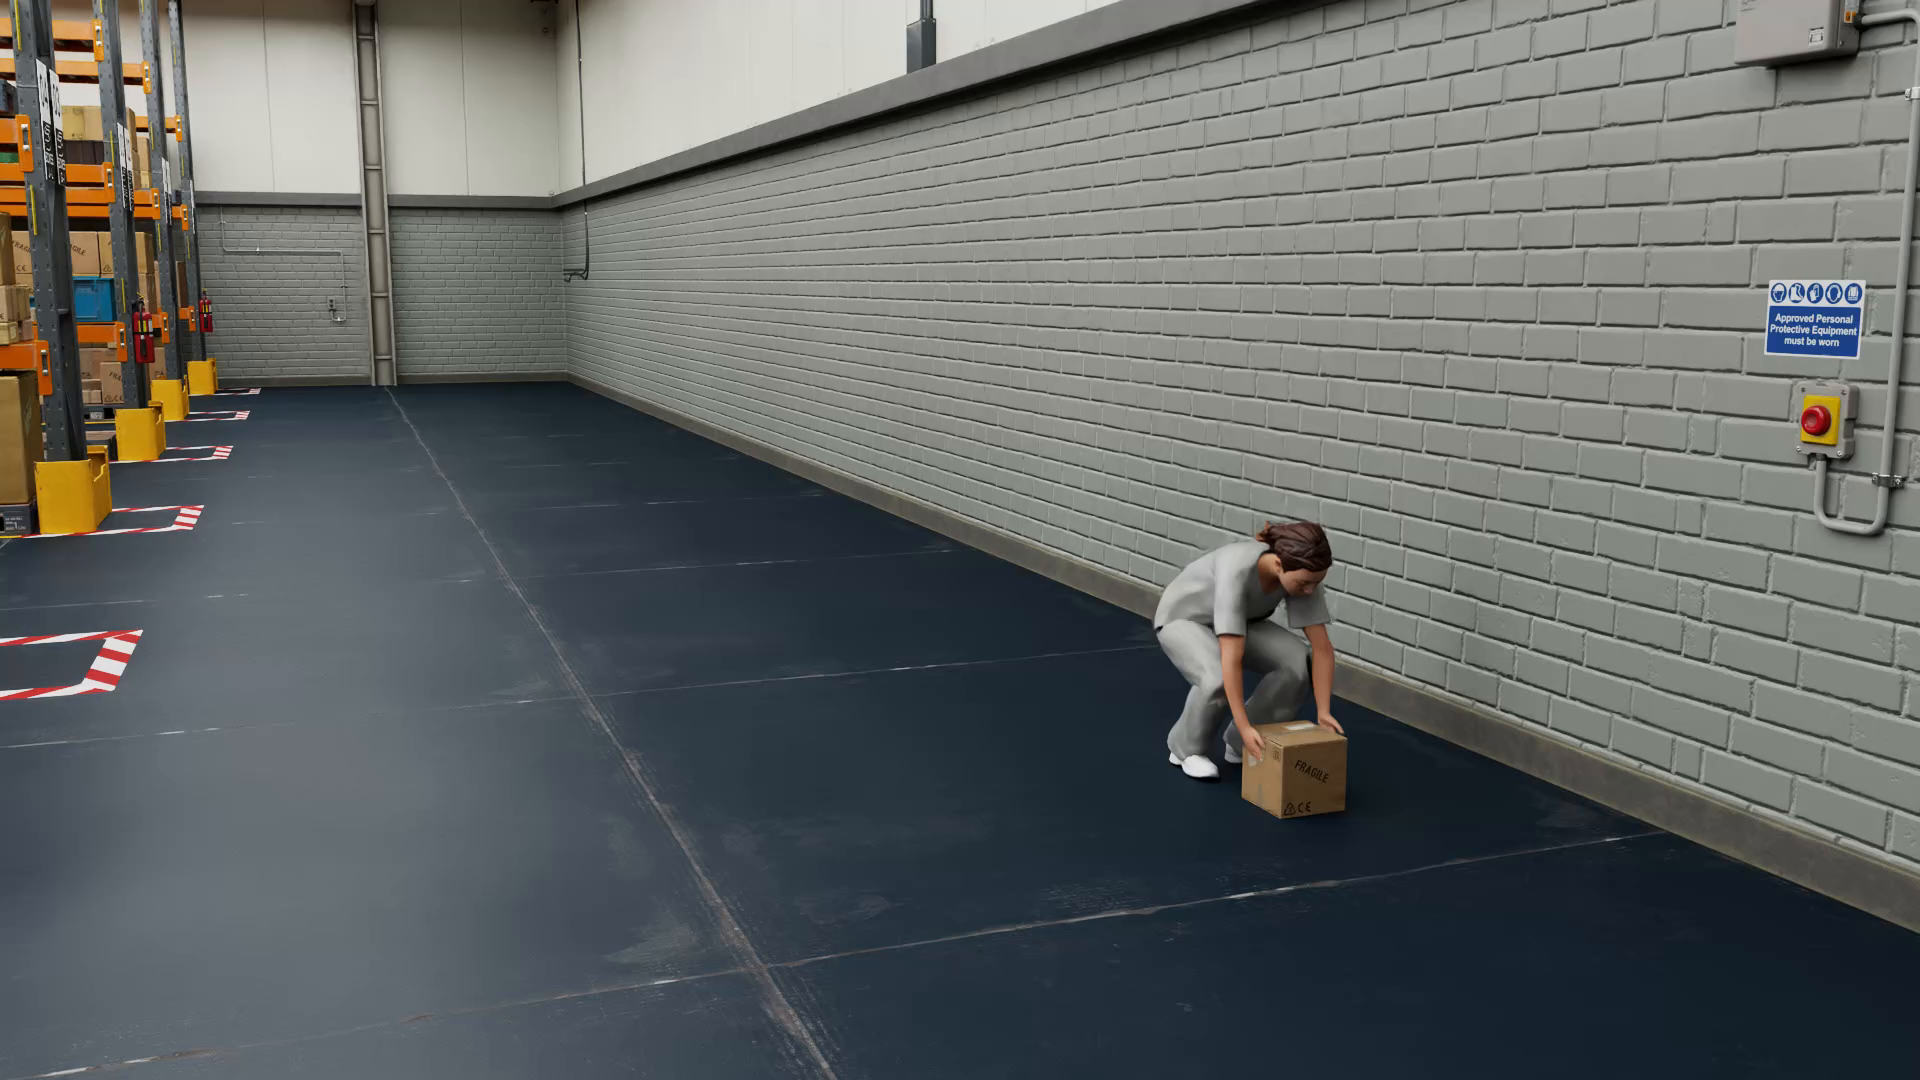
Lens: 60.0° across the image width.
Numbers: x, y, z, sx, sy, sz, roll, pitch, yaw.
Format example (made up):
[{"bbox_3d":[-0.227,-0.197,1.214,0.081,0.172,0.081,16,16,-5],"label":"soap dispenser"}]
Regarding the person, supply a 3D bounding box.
[{"bbox_3d":[1.010,0.370,5.853,0.486,0.951,0.790,-3,10,-21],"label":"person"}]
